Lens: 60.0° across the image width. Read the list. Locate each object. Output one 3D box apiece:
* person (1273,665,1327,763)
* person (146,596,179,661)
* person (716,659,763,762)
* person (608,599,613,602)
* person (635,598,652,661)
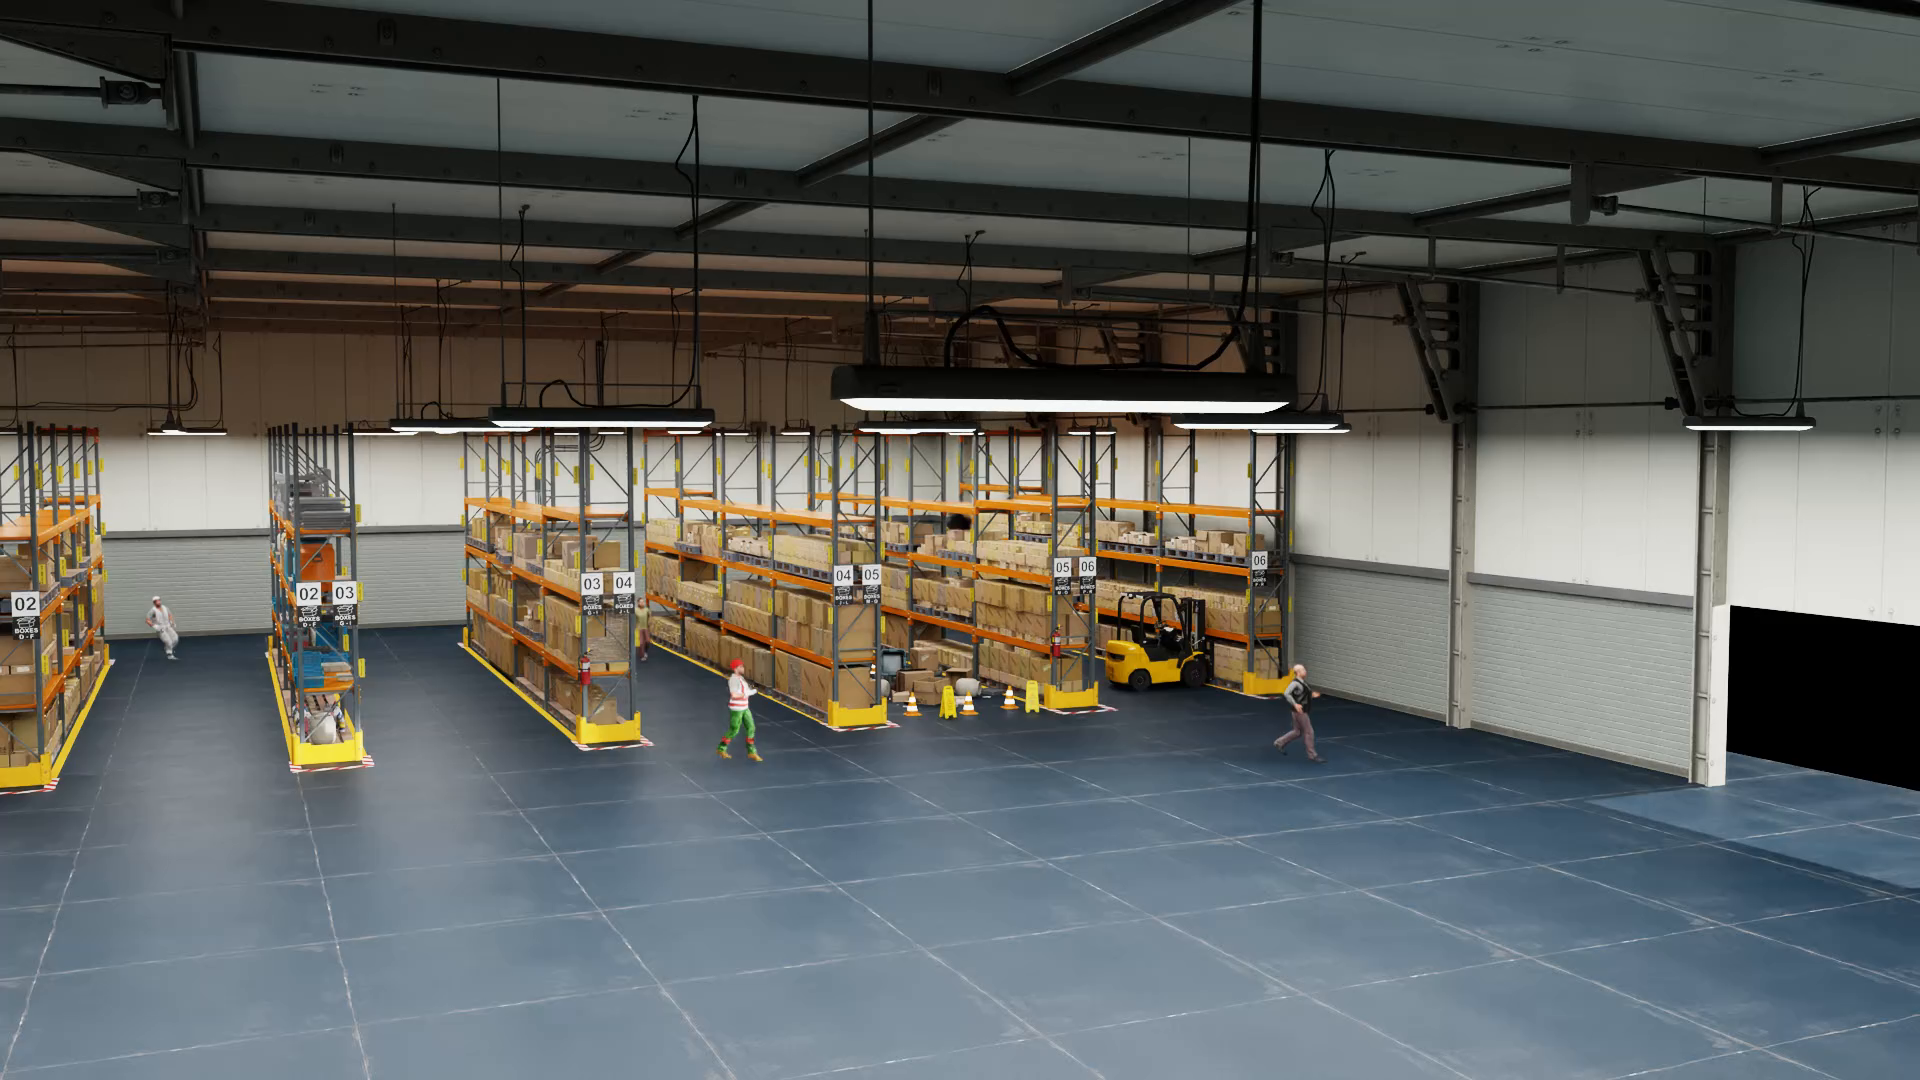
[{"bbox_3d":[6.002,3.049,29.354,0.969,1.696,0.659,1,4,20],"label":"person"},{"bbox_3d":[-20.374,2.278,42.530,0.531,1.696,0.721,2,4,26],"label":"person"},{"bbox_3d":[-3.897,3.009,29.366,0.818,1.821,0.636,1,4,14],"label":"person"},{"bbox_3d":[-10.244,2.039,47.414,0.611,1.581,0.594,1,4,20],"label":"person"},{"bbox_3d":[-8.150,2.294,42.678,0.556,1.626,0.520,-1,4,-20],"label":"person"}]
